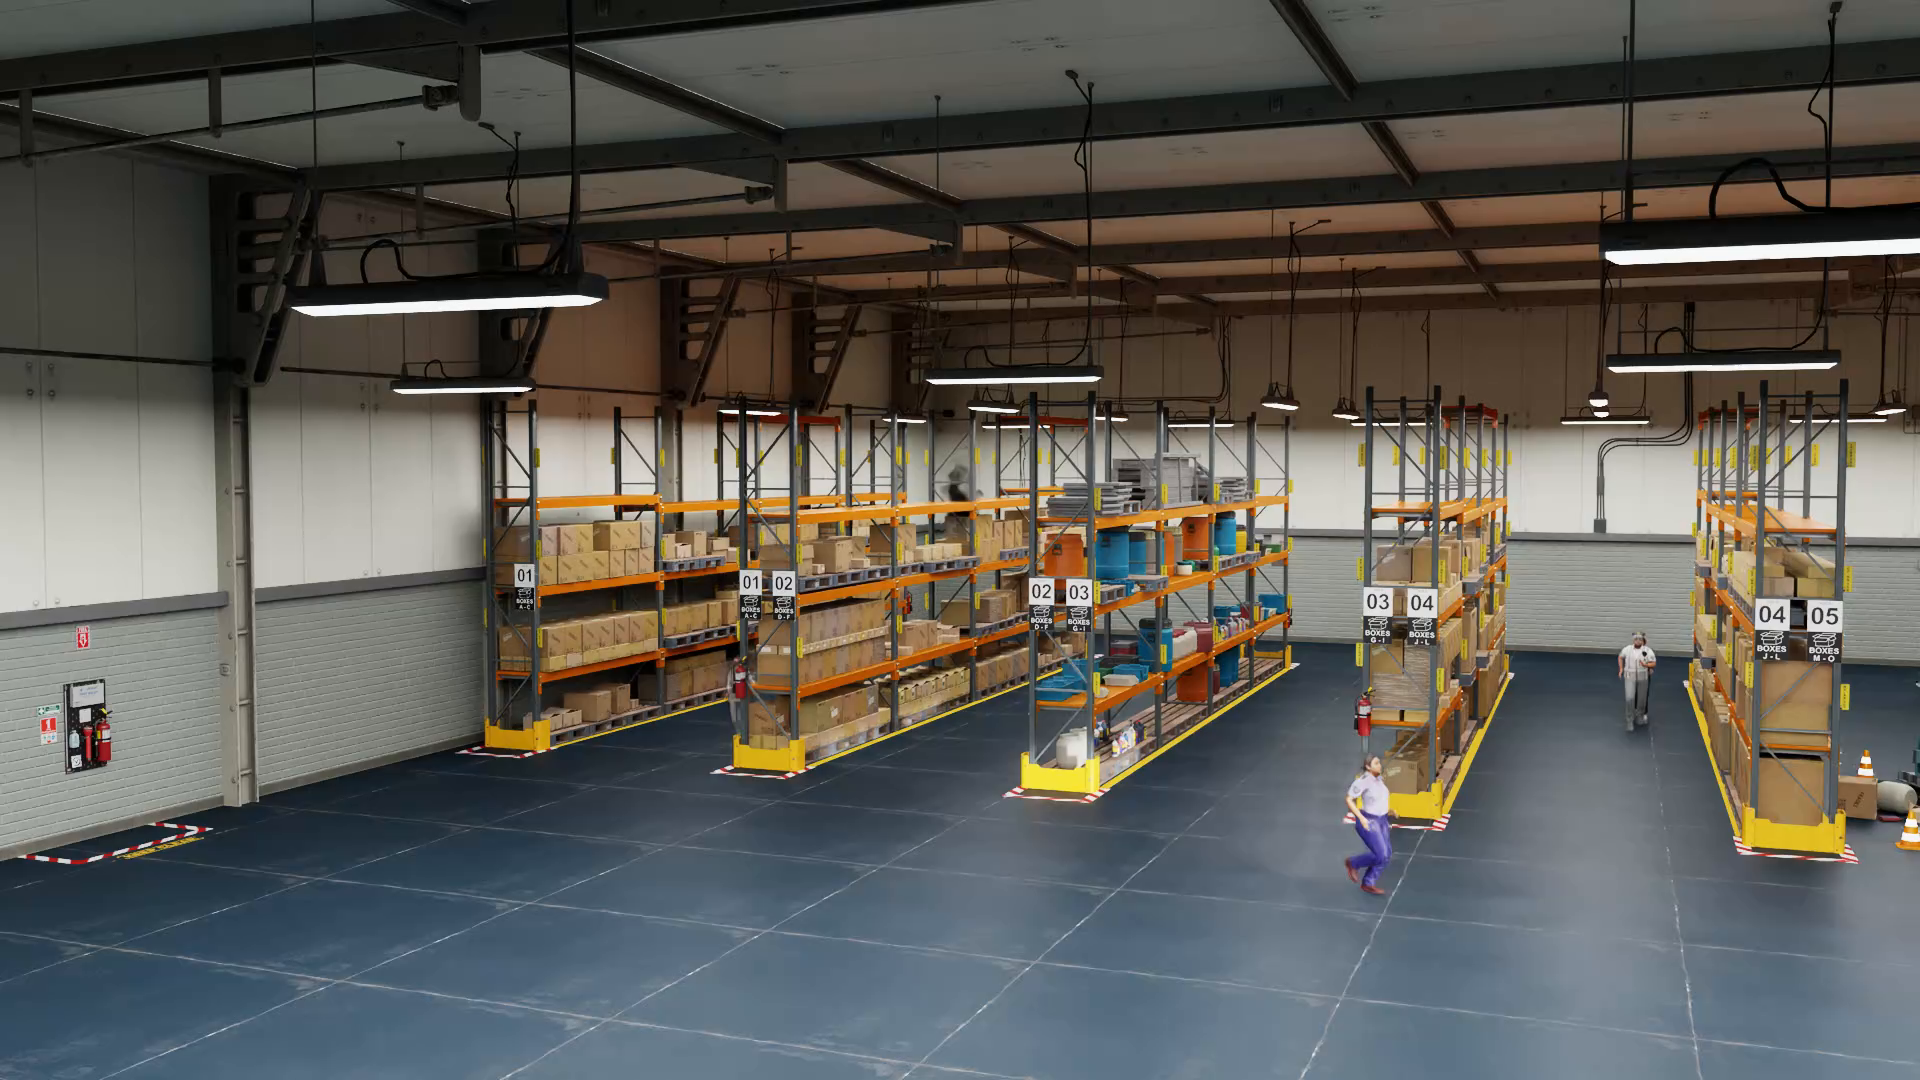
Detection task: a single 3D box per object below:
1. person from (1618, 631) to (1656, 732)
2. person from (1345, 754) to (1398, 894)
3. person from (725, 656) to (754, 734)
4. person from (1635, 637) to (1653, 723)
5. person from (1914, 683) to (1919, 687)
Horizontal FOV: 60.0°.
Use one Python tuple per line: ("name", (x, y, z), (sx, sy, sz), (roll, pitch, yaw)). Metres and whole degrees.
("person", (12.520, 2.595, 30.756), (0.642, 1.829, 0.854), (1, 3, 20))
("person", (4.739, 3.270, 19.105), (0.549, 1.592, 0.595), (3, 4, 44))
("person", (-3.844, 2.798, 28.890), (0.512, 1.554, 0.530), (1, 3, 18))
("person", (12.961, 2.626, 31.674), (0.531, 1.615, 0.805), (1, 3, 19))
("person", (21.200, 2.372, 35.950), (0.972, 1.700, 0.737), (2, 3, 34))
